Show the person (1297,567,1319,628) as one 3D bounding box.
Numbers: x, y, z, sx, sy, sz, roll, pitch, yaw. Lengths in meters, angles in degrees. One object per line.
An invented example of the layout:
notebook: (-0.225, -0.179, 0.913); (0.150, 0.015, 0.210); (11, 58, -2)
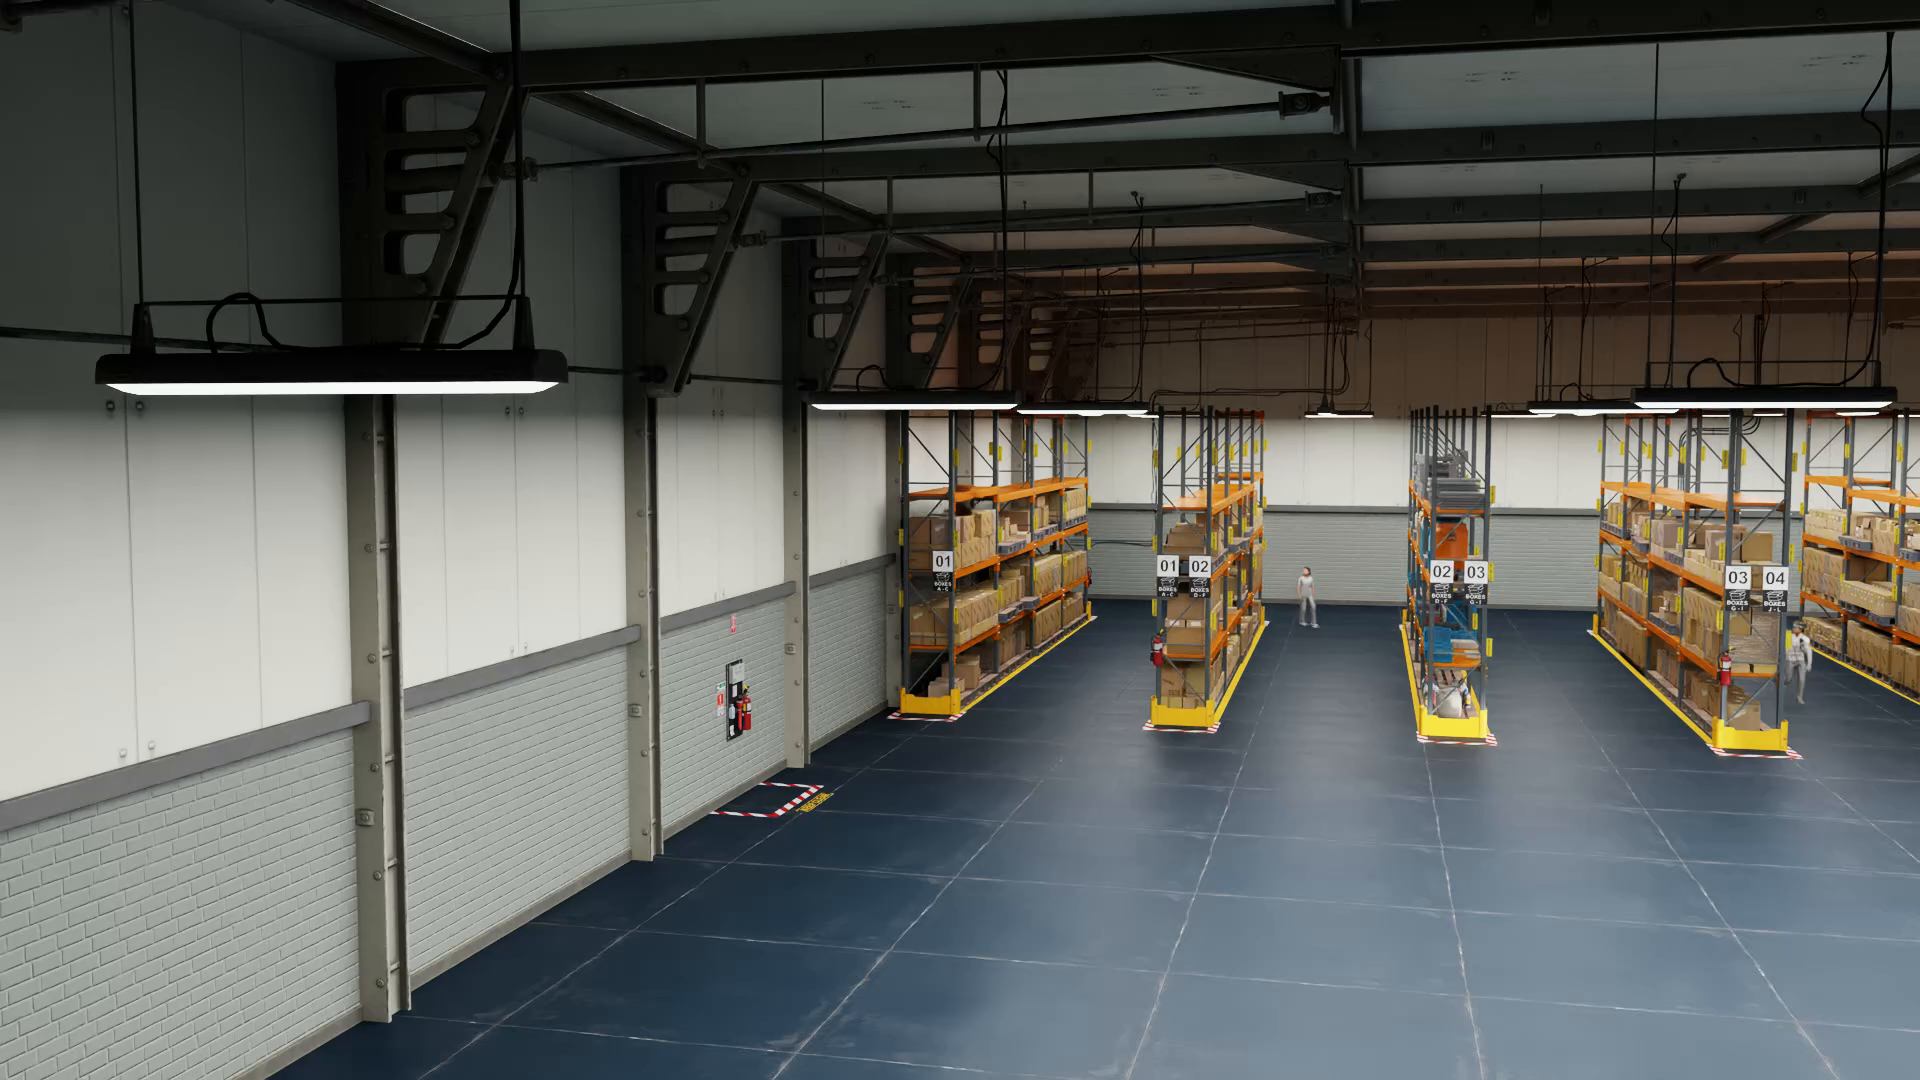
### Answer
person: (9.644, 1.582, 46.225); (0.506, 1.660, 0.767); (-1, 4, -11)

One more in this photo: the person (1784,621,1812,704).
person: (16.999, 2.462, 33.808); (0.502, 1.658, 0.697); (1, 4, 11)
